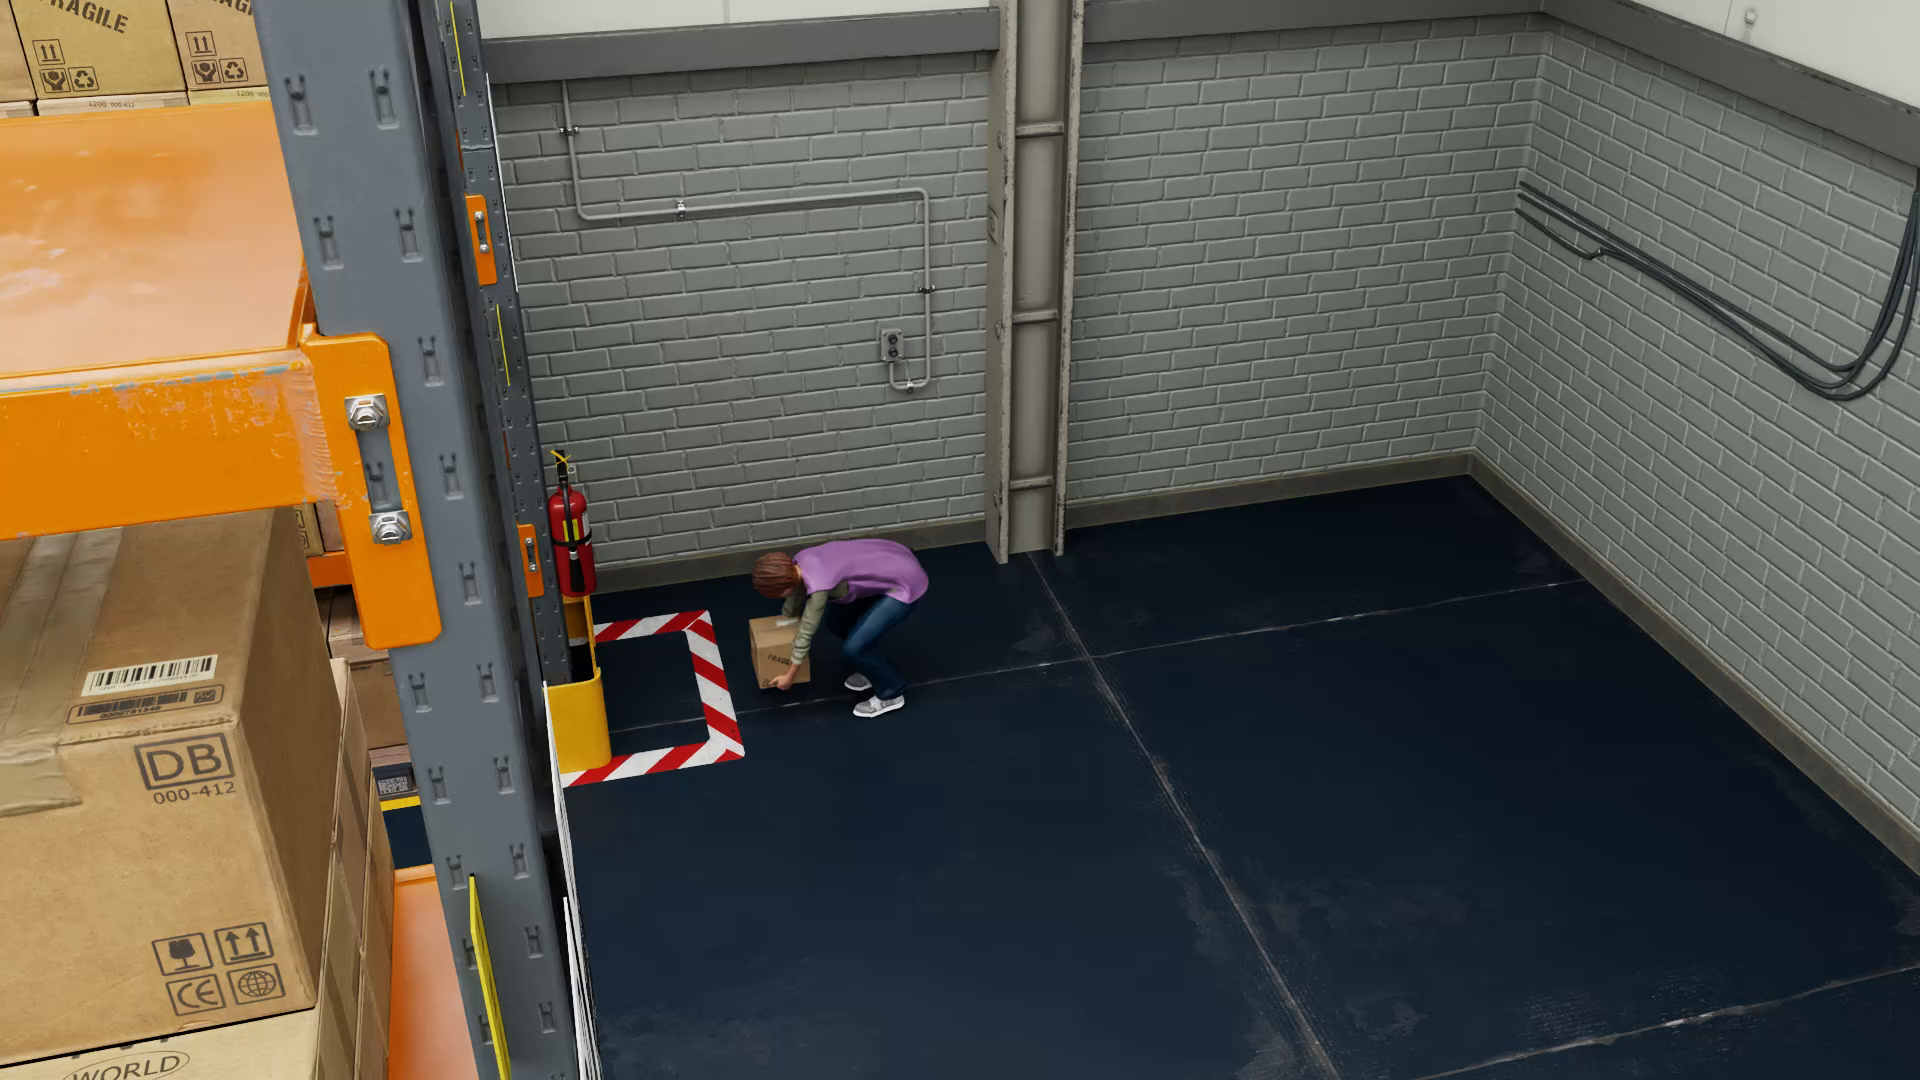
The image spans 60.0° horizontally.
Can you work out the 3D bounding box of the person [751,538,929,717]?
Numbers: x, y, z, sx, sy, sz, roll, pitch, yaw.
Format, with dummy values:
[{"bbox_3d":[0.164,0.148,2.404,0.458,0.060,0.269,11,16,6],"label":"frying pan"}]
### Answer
[{"bbox_3d":[-0.577,0.425,8.173,0.863,0.933,0.429,-9,32,-15],"label":"person"}]
